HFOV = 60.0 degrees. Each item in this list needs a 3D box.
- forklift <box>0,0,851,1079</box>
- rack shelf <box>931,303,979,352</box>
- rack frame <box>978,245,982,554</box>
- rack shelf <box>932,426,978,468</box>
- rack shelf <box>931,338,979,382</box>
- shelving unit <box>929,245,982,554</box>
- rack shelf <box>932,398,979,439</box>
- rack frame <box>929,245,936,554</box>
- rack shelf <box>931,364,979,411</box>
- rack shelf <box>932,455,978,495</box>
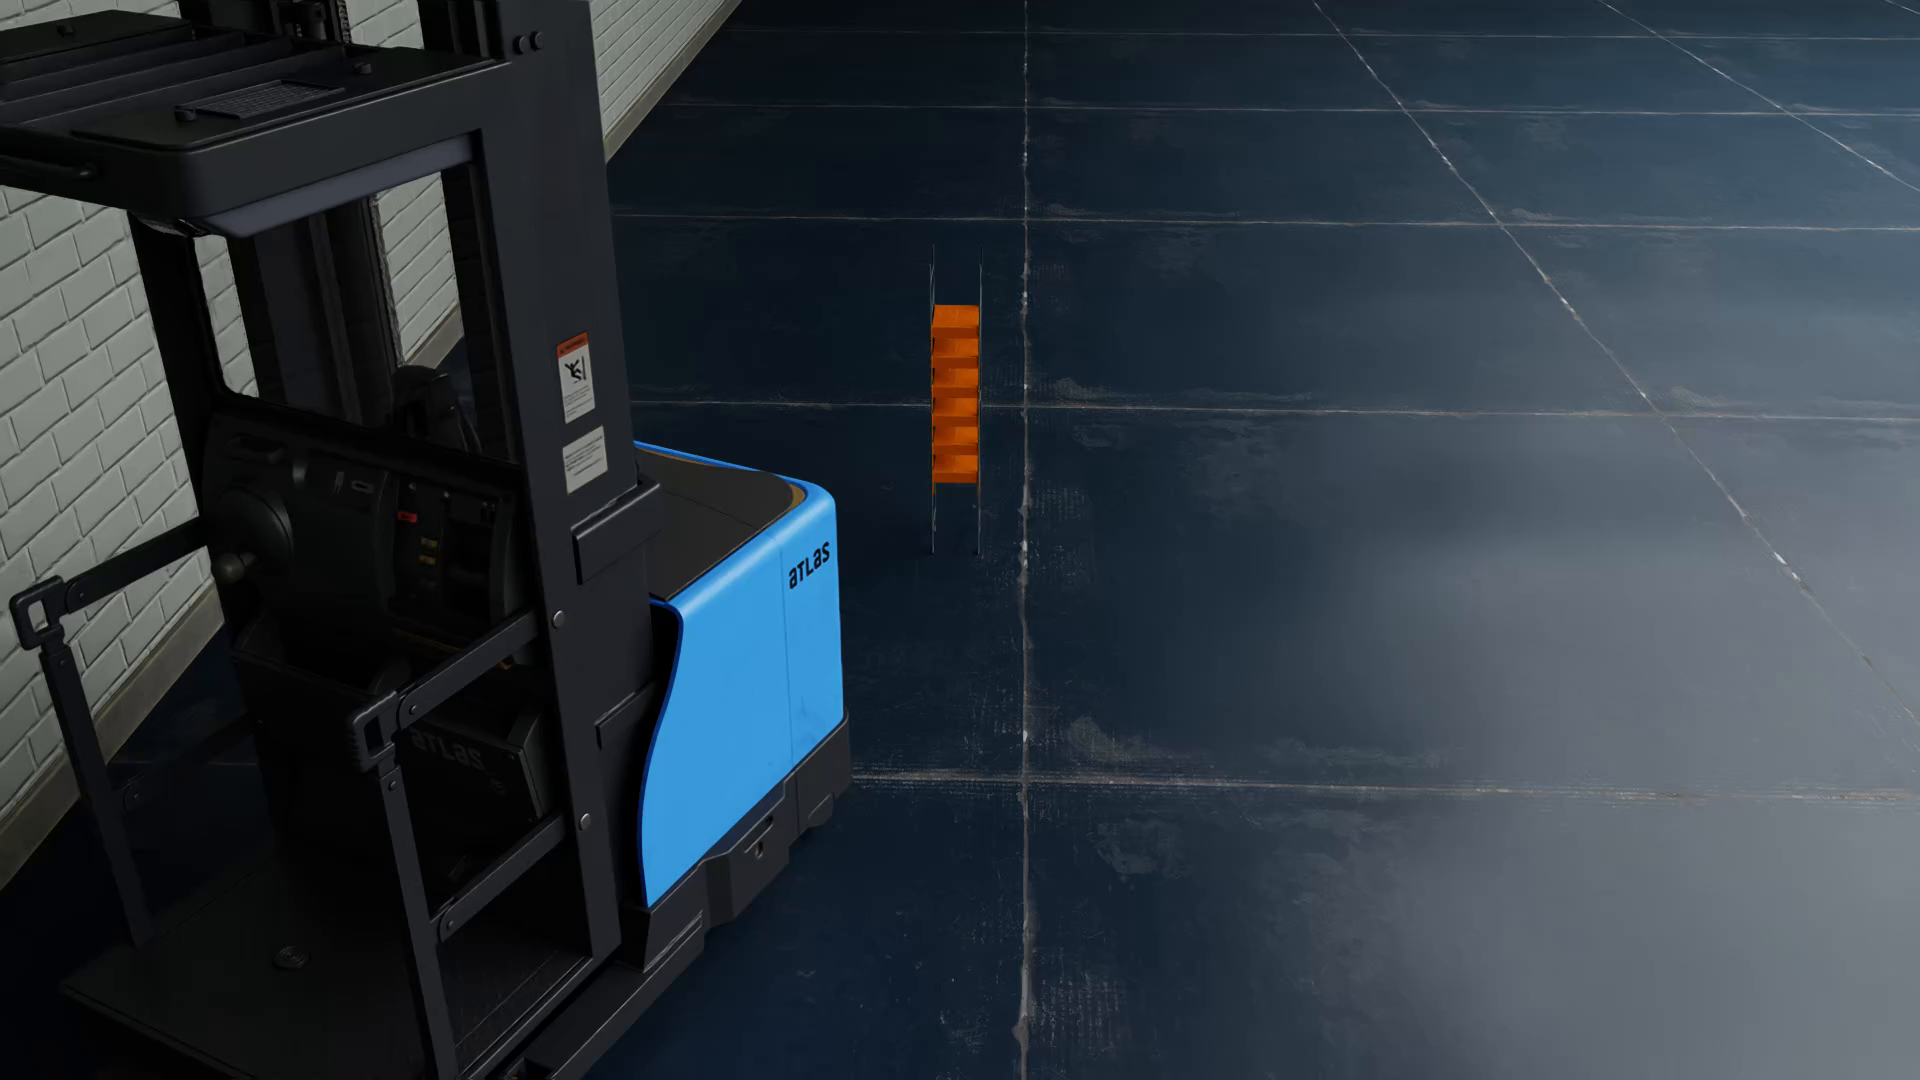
[{"bbox_3d":[-1.467,0.009,3.604,1.130,2.935,3.031,14,31,24],"label":"forklift"},{"bbox_3d":[-0.014,-0.809,6.322,0.180,0.103,0.258,1,28,2],"label":"rack shelf"},{"bbox_3d":[0.077,-0.529,6.467,0.006,1.200,0.240,1,28,2],"label":"rack frame"},{"bbox_3d":[-0.014,-0.385,6.546,0.180,0.103,0.258,1,28,2],"label":"rack shelf"},{"bbox_3d":[-0.014,-0.703,6.378,0.180,0.103,0.258,1,28,2],"label":"rack shelf"},{"bbox_3d":[-0.014,-0.530,6.469,0.189,1.200,0.258,1,28,2],"label":"shelving unit"},{"bbox_3d":[-0.014,-0.491,6.490,0.180,0.103,0.258,1,28,2],"label":"rack shelf"},{"bbox_3d":[-0.106,-0.532,6.472,0.006,1.200,0.240,1,28,2],"label":"rack frame"},{"bbox_3d":[-0.014,-0.597,6.434,0.180,0.103,0.258,1,28,2],"label":"rack shelf"},{"bbox_3d":[-0.014,-0.279,6.603,0.180,0.103,0.258,1,28,2],"label":"rack shelf"}]
